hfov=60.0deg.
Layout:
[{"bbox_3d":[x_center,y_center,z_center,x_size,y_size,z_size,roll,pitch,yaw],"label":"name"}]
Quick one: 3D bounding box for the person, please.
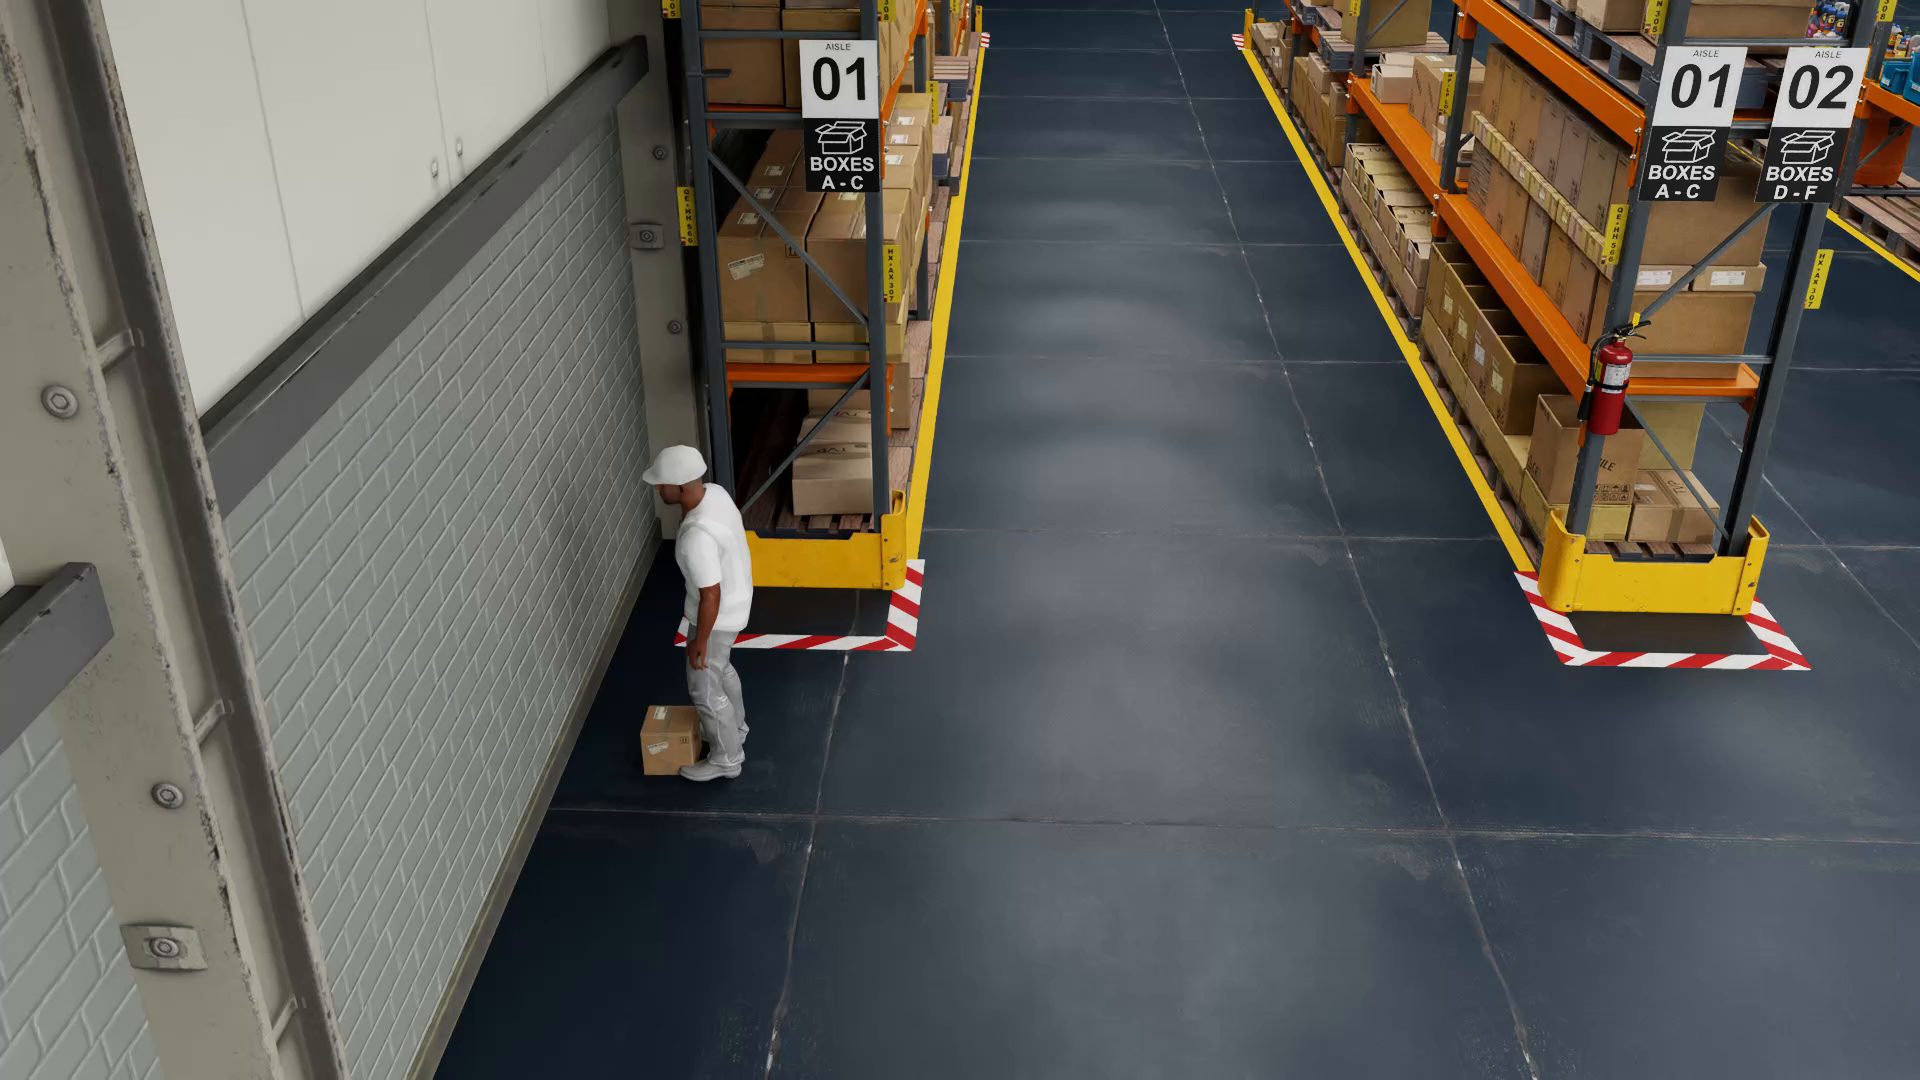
[{"bbox_3d":[-1.217,0.338,7.962,0.461,1.759,0.632,-1,28,-1],"label":"person"}]
